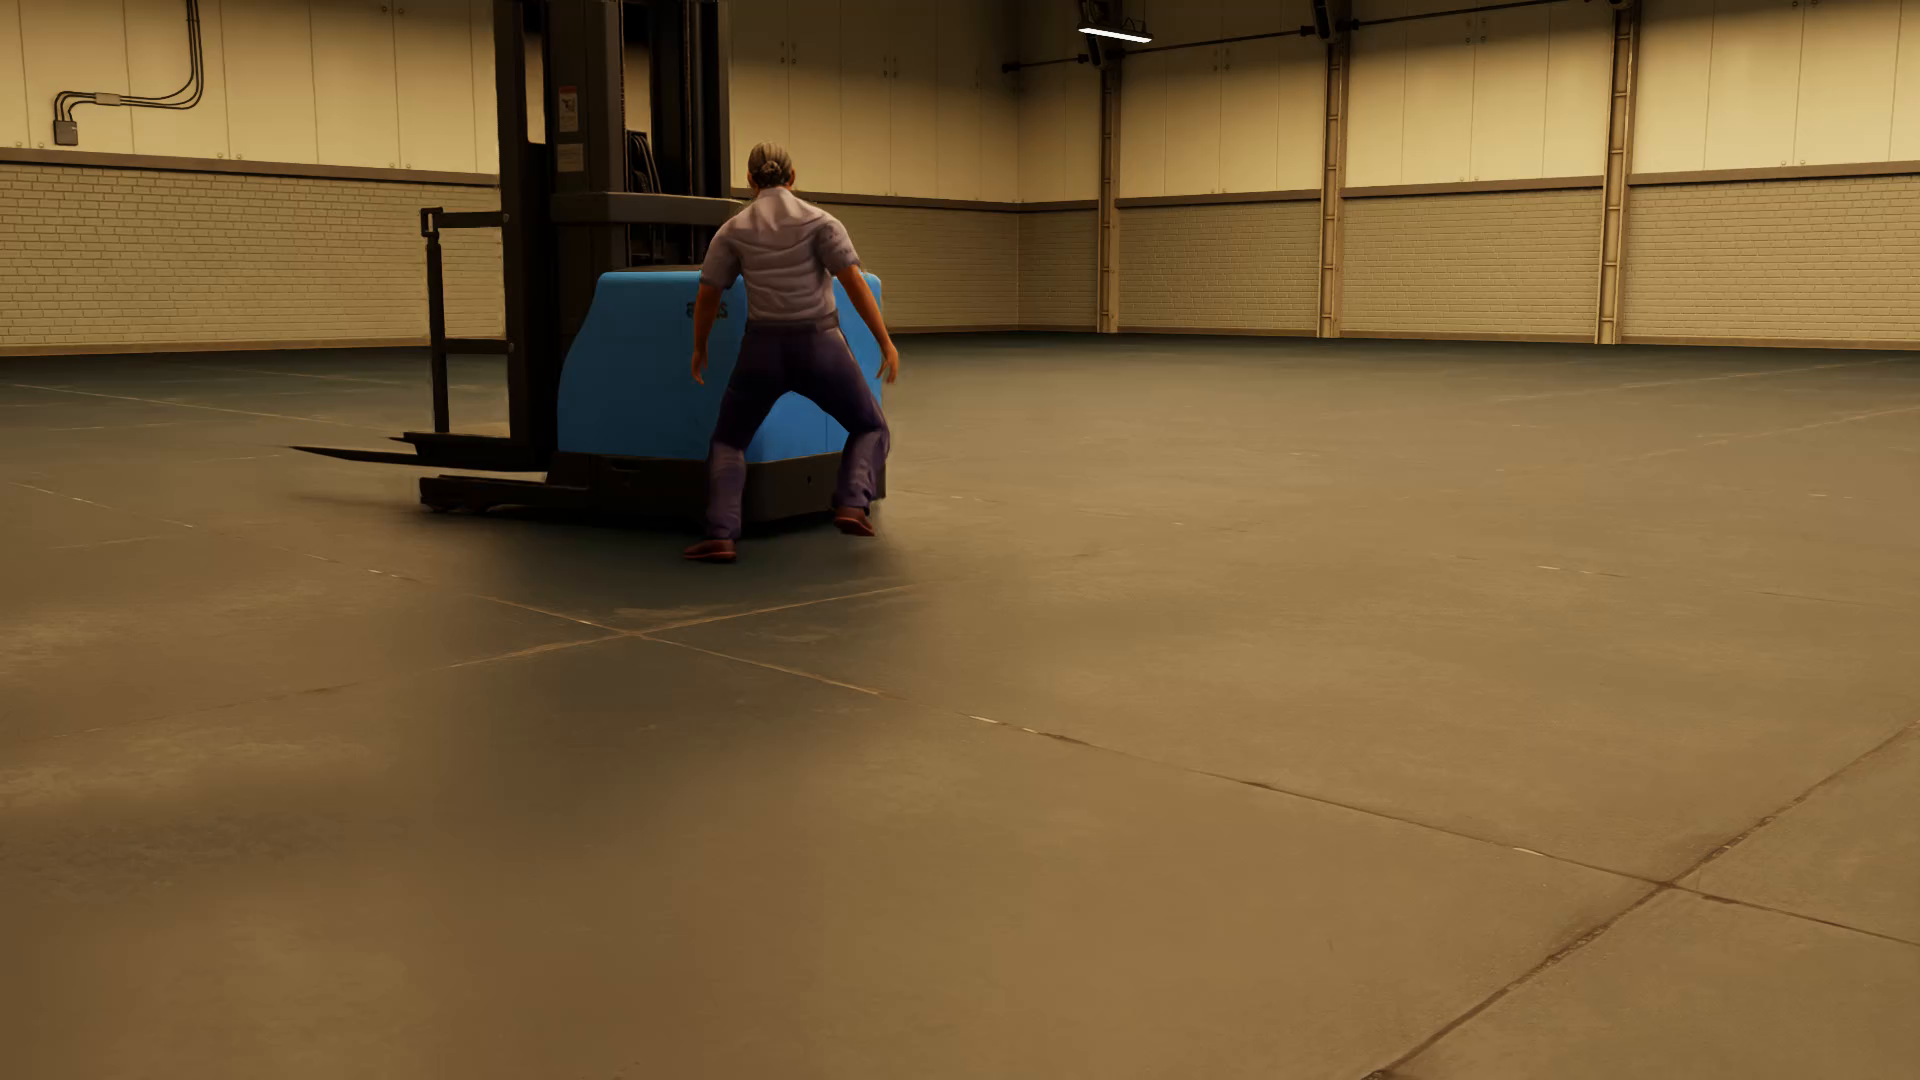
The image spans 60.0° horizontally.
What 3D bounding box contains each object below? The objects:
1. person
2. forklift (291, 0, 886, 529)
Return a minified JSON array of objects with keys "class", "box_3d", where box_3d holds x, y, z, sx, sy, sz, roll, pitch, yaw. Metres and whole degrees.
[{"class":"person","box_3d":[-0.633,-0.696,6.244,0.850,1.550,0.545,2,9,11]},{"class":"forklift","box_3d":[-1.868,-1.624,7.658,3.031,2.935,1.130,5,10,30]}]
